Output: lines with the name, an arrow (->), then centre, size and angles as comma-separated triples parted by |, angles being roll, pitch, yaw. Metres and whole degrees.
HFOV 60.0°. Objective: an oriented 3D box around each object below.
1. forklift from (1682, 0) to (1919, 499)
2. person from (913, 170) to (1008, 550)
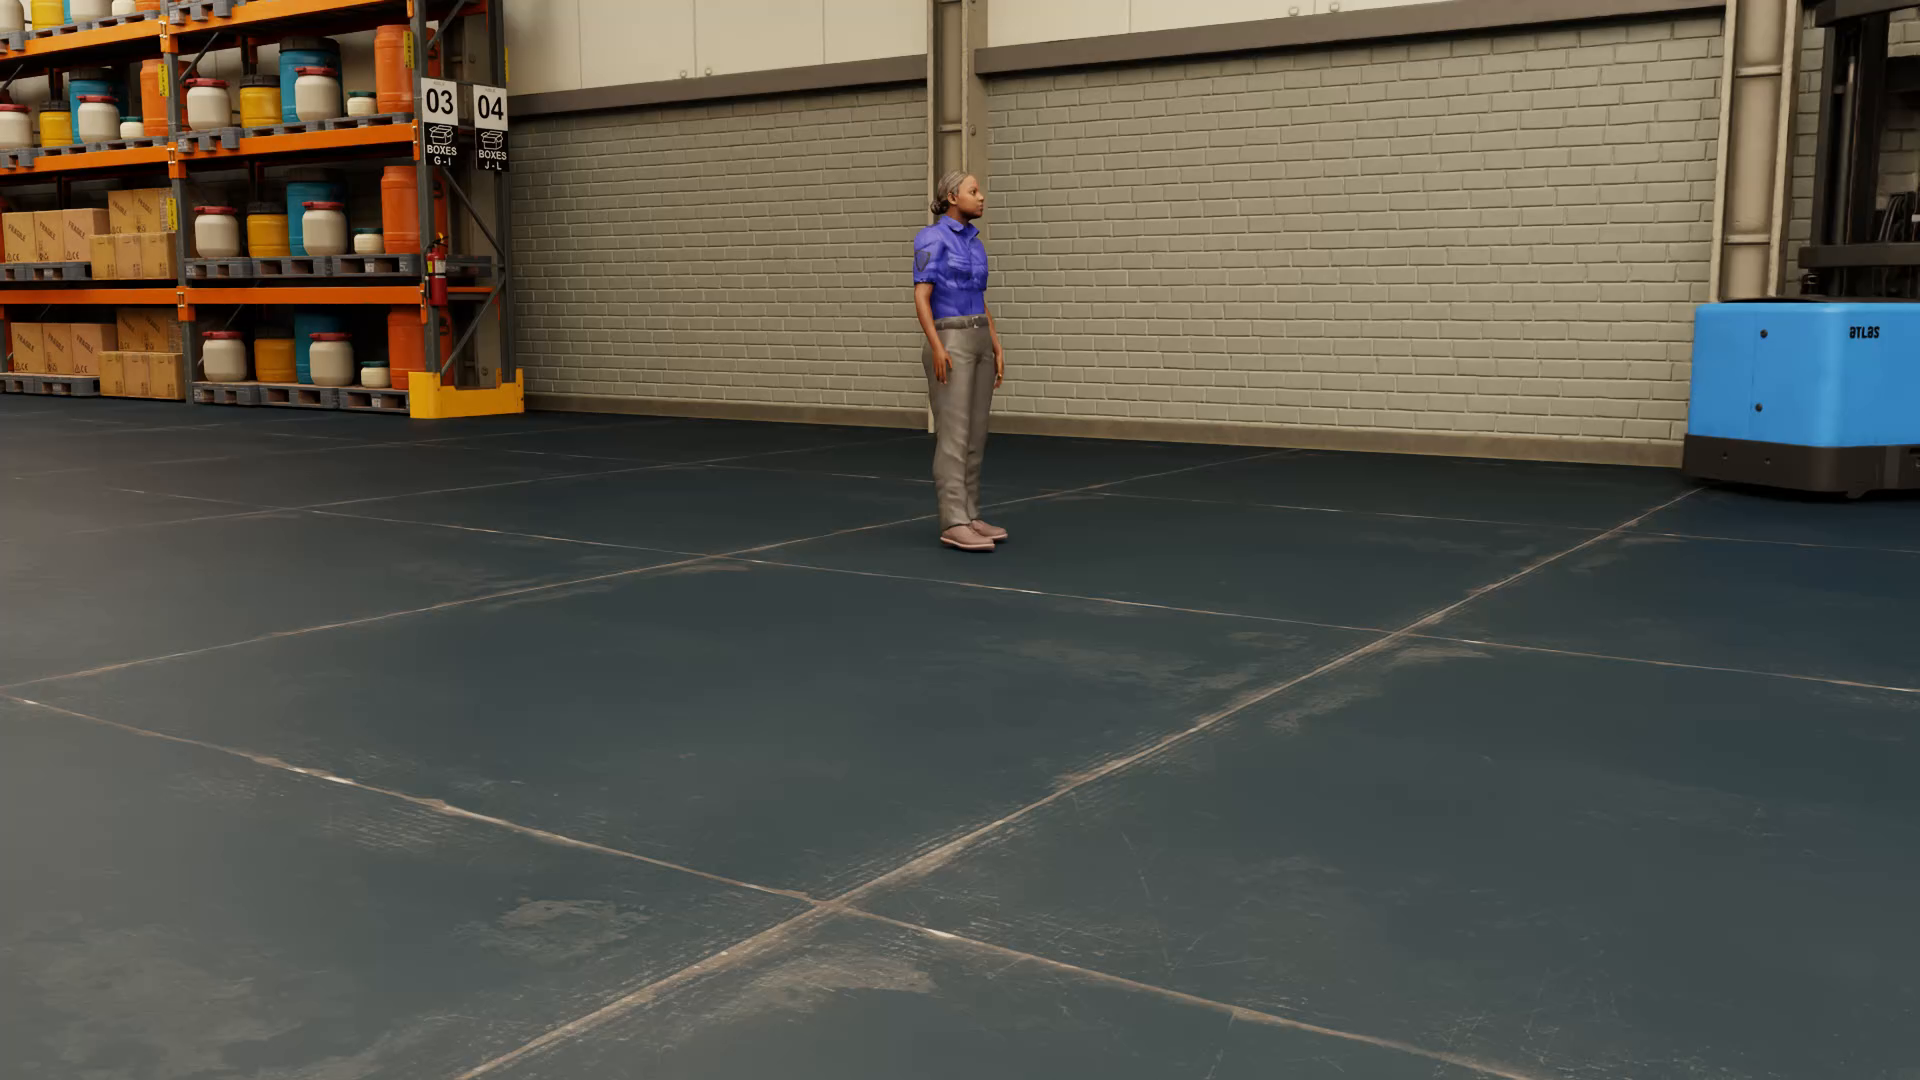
forklift -> 5.818, -1.776, 9.681 | 3.031, 2.935, 1.130 | -3, 9, -21
person -> 0.061, -0.817, 7.421 | 0.504, 1.654, 0.569 | 5, 10, 34
